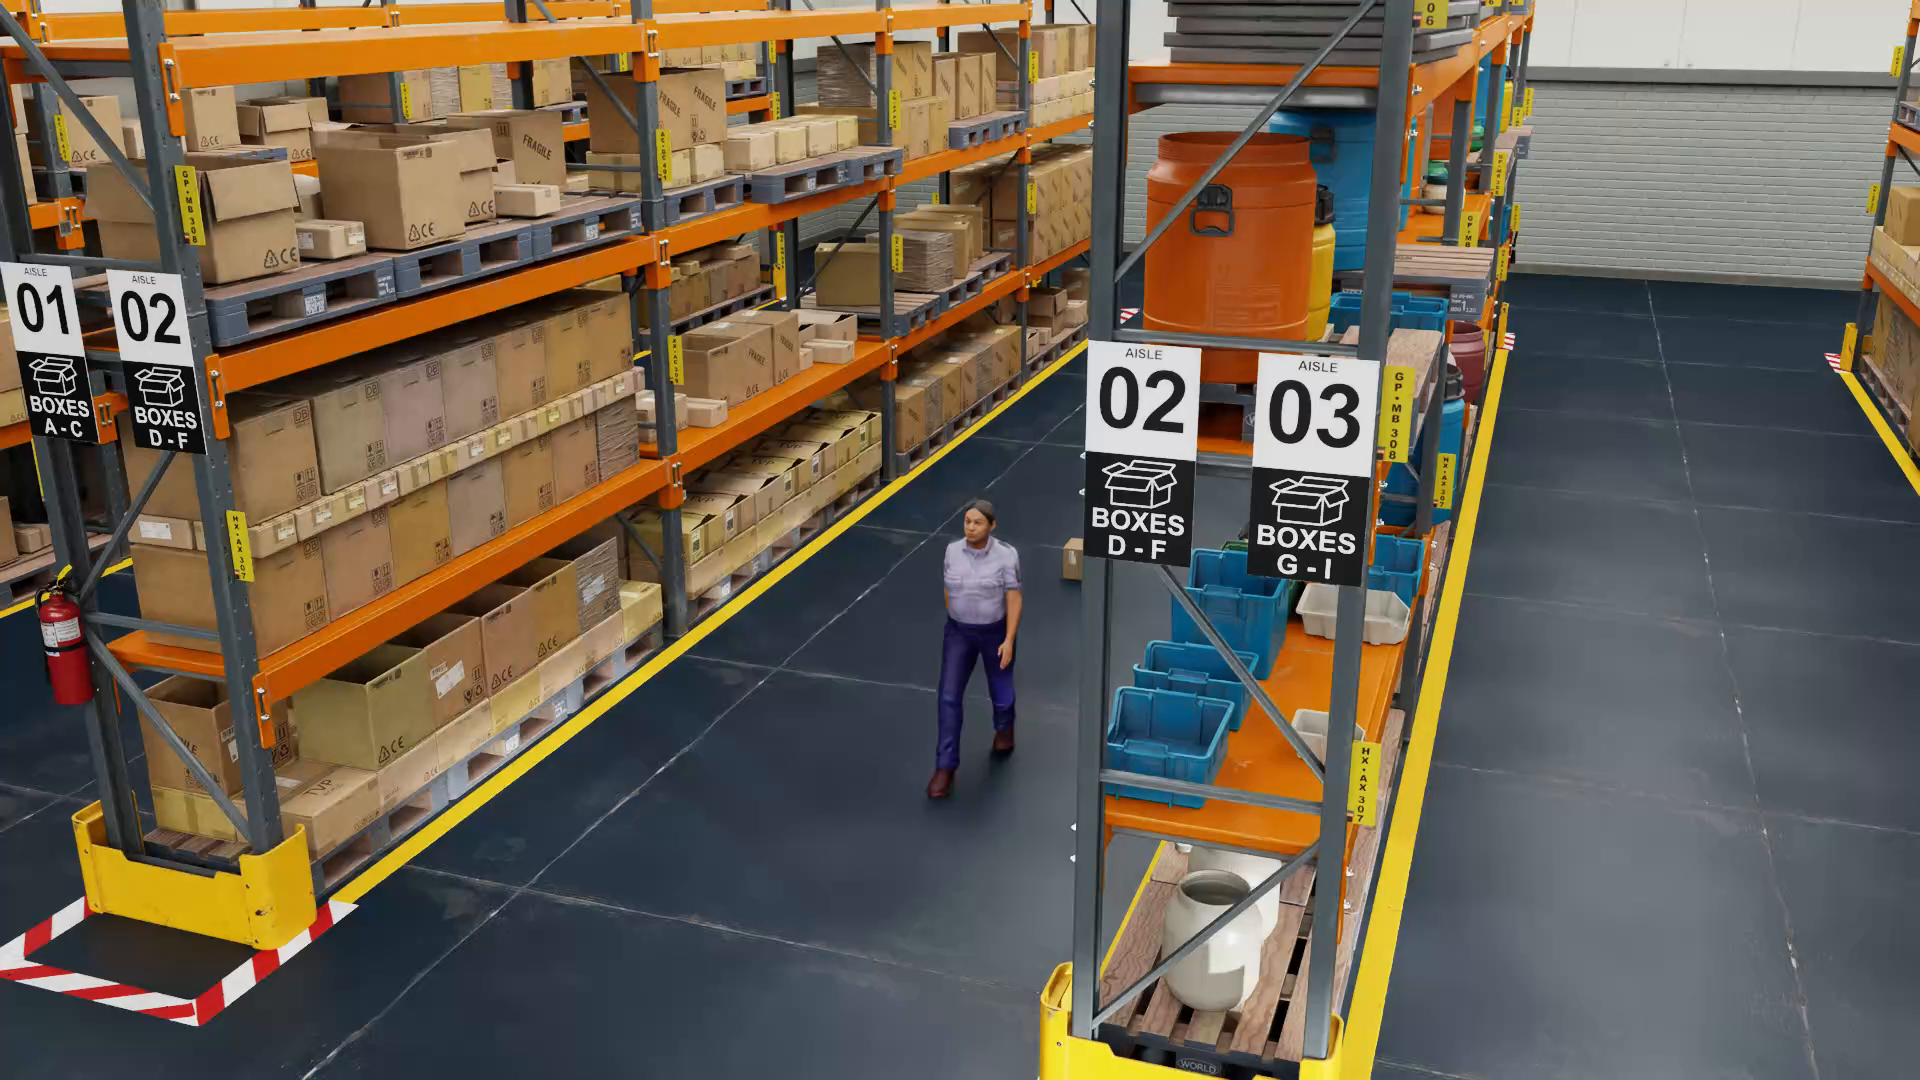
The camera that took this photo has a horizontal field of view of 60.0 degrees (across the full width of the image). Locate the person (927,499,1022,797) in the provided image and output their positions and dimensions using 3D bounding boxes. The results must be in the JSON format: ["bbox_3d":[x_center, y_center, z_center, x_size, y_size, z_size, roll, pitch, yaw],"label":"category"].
[{"bbox_3d":[0.108,0.558,9.411,0.490,1.590,0.978,4,19,13],"label":"person"}]
